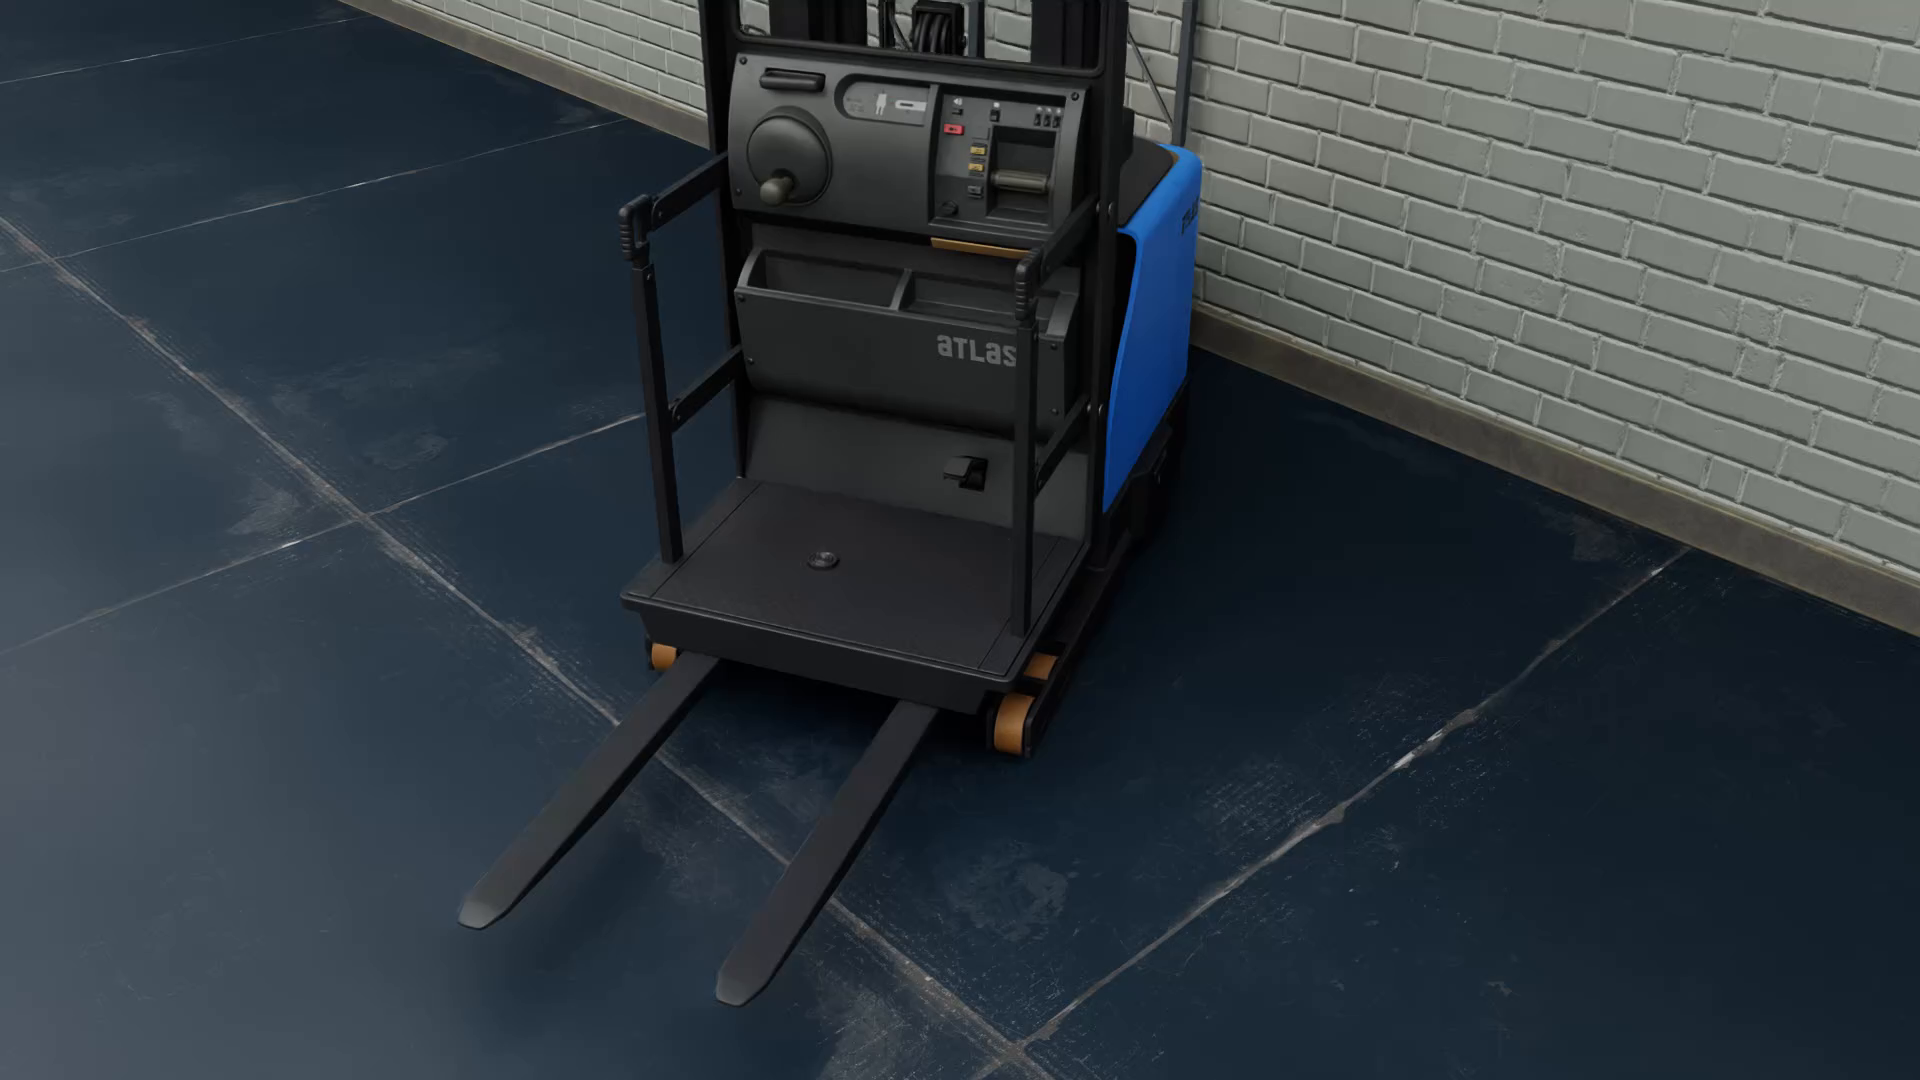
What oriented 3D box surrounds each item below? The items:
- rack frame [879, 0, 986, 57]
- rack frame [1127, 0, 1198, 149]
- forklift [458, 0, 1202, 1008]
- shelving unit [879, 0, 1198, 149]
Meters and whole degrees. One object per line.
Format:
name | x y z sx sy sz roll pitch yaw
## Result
rack frame | -0.110 -1.214 5.716 0.032 1.500 0.500 -22 37 -36
rack frame | 0.655 -1.528 6.307 0.032 1.500 0.500 -22 37 -36
forklift | -0.219 -0.933 3.966 1.130 2.935 3.031 11 33 17
shelving unit | 0.279 -1.374 6.017 1.083 1.500 0.587 -22 37 -36
